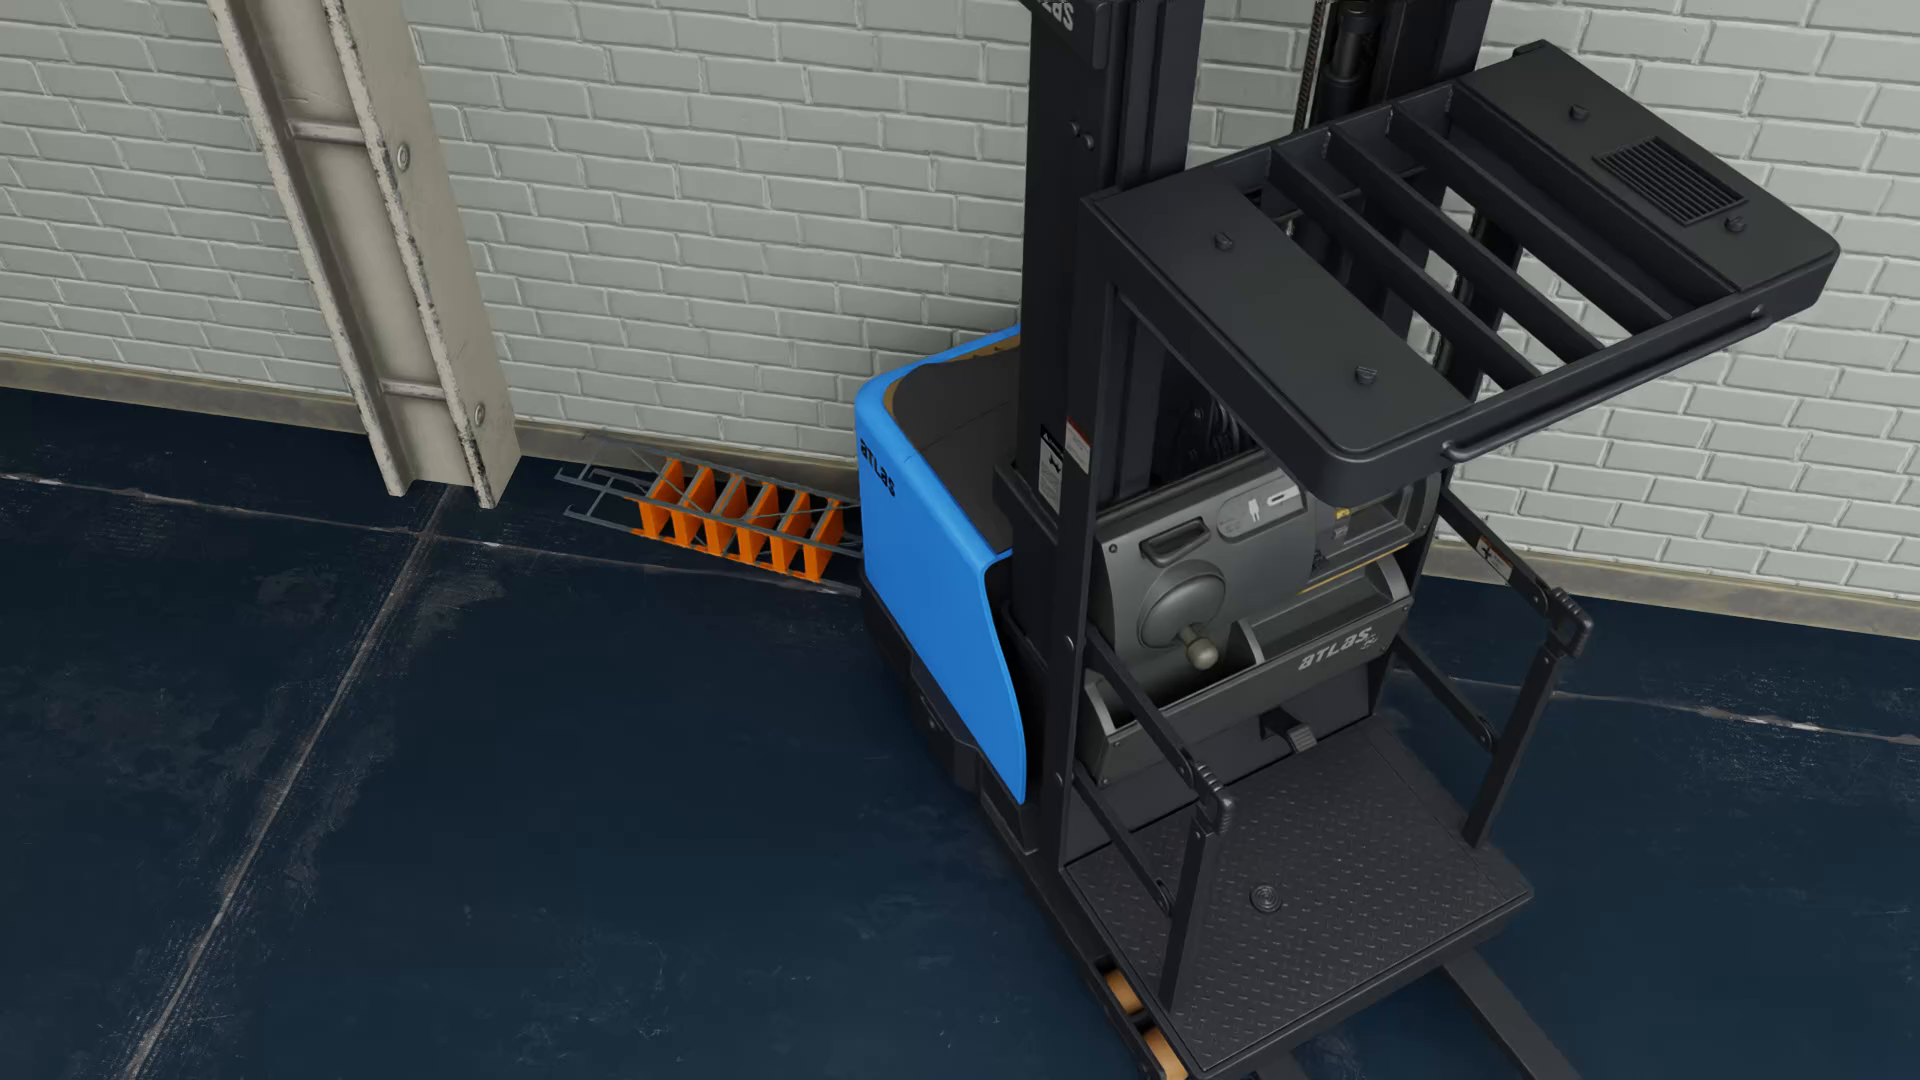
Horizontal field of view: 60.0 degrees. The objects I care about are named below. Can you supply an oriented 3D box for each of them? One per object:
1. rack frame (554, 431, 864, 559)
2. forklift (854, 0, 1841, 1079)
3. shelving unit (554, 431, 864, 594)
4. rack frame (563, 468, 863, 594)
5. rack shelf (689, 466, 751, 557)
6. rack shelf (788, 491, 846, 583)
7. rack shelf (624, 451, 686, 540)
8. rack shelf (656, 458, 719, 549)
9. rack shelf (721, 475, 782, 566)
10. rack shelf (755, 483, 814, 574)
[{"bbox_3d":[-0.780,-0.151,5.631,1.200,0.006,0.240,14,50,12],"label":"rack frame"},{"bbox_3d":[0.835,0.084,3.704,1.130,2.935,3.031,-22,52,-19],"label":"forklift"},{"bbox_3d":[-0.780,-0.090,5.699,1.200,0.189,0.258,14,50,12],"label":"shelving unit"},{"bbox_3d":[-0.781,-0.029,5.767,1.200,0.006,0.240,14,50,12],"label":"rack frame"},{"bbox_3d":[-0.823,-0.100,5.708,0.103,0.180,0.258,14,50,12],"label":"rack shelf"},{"bbox_3d":[-0.481,-0.013,5.633,0.103,0.180,0.258,14,50,12],"label":"rack shelf"},{"bbox_3d":[-1.050,-0.158,5.758,0.103,0.180,0.258,14,50,12],"label":"rack shelf"},{"bbox_3d":[-0.936,-0.129,5.733,0.103,0.180,0.258,14,50,12],"label":"rack shelf"},{"bbox_3d":[-0.709,-0.071,5.683,0.103,0.180,0.258,14,50,12],"label":"rack shelf"},{"bbox_3d":[-0.595,-0.042,5.658,0.103,0.180,0.258,14,50,12],"label":"rack shelf"}]
